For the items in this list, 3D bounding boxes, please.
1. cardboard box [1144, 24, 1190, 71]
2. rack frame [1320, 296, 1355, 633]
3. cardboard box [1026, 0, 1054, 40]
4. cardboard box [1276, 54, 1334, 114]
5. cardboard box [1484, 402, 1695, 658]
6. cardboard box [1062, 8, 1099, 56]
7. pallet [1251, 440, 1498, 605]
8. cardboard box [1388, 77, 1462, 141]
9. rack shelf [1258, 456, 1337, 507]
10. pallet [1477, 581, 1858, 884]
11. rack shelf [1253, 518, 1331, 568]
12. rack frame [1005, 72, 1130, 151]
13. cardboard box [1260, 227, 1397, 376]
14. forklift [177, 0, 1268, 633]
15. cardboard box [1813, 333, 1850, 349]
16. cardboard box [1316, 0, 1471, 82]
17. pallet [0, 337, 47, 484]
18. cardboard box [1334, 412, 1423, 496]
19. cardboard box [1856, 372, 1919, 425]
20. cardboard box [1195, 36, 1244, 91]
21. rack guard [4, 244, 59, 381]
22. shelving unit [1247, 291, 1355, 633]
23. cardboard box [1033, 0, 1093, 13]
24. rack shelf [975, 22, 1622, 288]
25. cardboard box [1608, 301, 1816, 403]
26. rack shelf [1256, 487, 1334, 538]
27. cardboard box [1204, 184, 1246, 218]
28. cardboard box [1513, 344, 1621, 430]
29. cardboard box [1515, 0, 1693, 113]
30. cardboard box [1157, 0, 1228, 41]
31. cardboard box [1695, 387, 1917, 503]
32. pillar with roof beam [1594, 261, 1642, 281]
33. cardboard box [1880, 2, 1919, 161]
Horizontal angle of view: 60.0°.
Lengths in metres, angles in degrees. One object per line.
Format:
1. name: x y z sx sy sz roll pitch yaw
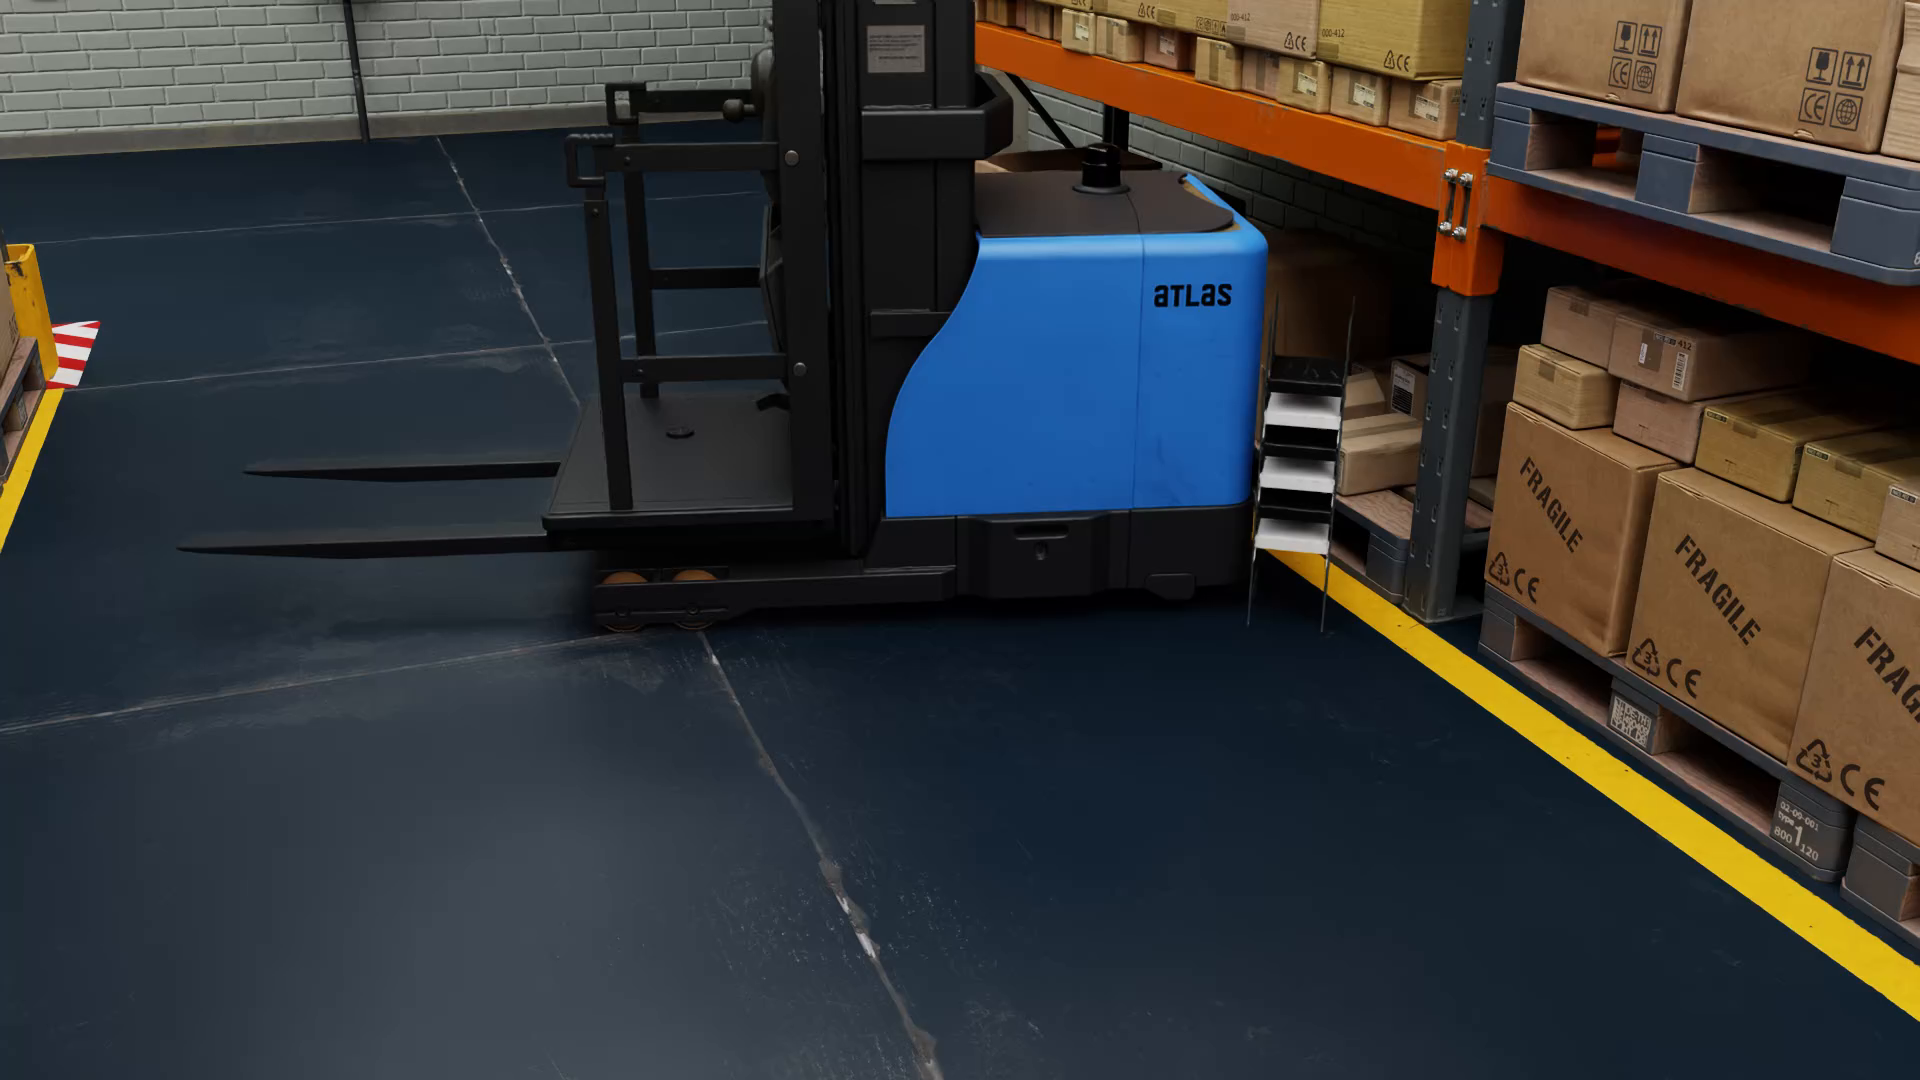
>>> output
1. cardboard box: 0.877 -1.756 5.878 0.380 0.149 0.250 -8 24 -19
2. rack frame: 1.038 -0.202 4.569 0.006 0.900 0.240 6 24 13
3. cardboard box: 0.491 -2.131 6.768 0.380 0.149 0.250 -8 24 -17
4. cardboard box: 1.179 -1.376 4.975 0.380 0.149 0.250 -8 24 -18
5. cardboard box: 1.715 -0.063 4.214 0.500 0.500 0.500 -7 24 -17
6. cardboard box: 0.609 -1.933 6.298 0.380 0.149 0.250 -9 24 -20
7. pallet: 1.513 -0.192 5.434 1.003 0.211 1.213 -8 24 -19
8. cardboard box: 1.405 -1.193 4.542 0.380 0.149 0.250 -8 24 -18
9. rack shelf: 0.939 -0.181 4.606 0.200 0.077 0.258 6 24 13
10. pallet: 2.077 0.348 4.153 1.003 0.211 1.213 -8 24 -19
11. rack shelf: 0.939 -0.015 4.676 0.200 0.077 0.258 6 24 13
12. rack frame: 0.341 -2.681 7.749 1.000 3.000 0.127 -8 24 -19
13. cardboard box: 1.101 -0.794 5.950 0.700 0.500 0.500 -9 25 -21
14. forklift: -0.704 -1.306 4.576 3.031 2.935 1.130 -2 23 -5
15. cardboard box: 2.154 -0.474 4.355 0.380 0.149 0.250 -9 25 -21
16. cardboard box: 1.346 -1.447 4.631 0.500 0.250 0.500 -8 24 -18
17. pallet: -3.945 -0.434 6.007 1.003 0.211 1.213 -8 24 -19
18. cardboard box: 1.283 -0.270 5.157 0.380 0.149 0.250 -9 25 -21
19. cardboard box: 2.346 -0.292 3.923 0.380 0.149 0.250 -8 24 -18
20. cardboard box: 0.995 -1.564 5.421 0.380 0.149 0.250 -9 24 -20
21. rack guard: -4.310 -0.855 6.636 1.175 0.500 0.348 -8 24 -19
22. shelving unit: 0.939 -0.211 4.593 0.210 0.900 0.258 6 24 13
23. cardboard box: 0.610 -2.180 6.371 0.500 0.250 0.500 -9 24 -20
24. rack shelf: 1.048 -1.623 6.164 1.077 0.370 4.000 -8 24 -19
25. cardboard box: 1.769 -0.451 3.916 0.380 0.149 0.250 -10 25 -22
26. rack shelf: 0.939 -0.098 4.641 0.200 0.077 0.258 6 24 13
27. cardboard box: 0.734 -1.171 6.845 0.700 0.500 0.500 -7 24 -17
28. cardboard box: 1.632 -0.401 4.182 0.380 0.149 0.250 -7 24 -16
29. cardboard box: 1.716 -1.261 3.710 0.700 0.500 0.500 -8 24 -18
30. cardboard box: 0.992 -1.810 5.493 0.500 0.250 0.500 -9 24 -19
31. cardboard box: 1.904 -0.220 3.751 0.380 0.149 0.250 -10 25 -22
32. pillar with roof beam: -1.676 -3.778 2.627 9.100 9.000 0.400 -8 24 -19
33. cardboard box: 1.886 -0.802 2.922 0.396 0.266 0.258 -7 24 -16
